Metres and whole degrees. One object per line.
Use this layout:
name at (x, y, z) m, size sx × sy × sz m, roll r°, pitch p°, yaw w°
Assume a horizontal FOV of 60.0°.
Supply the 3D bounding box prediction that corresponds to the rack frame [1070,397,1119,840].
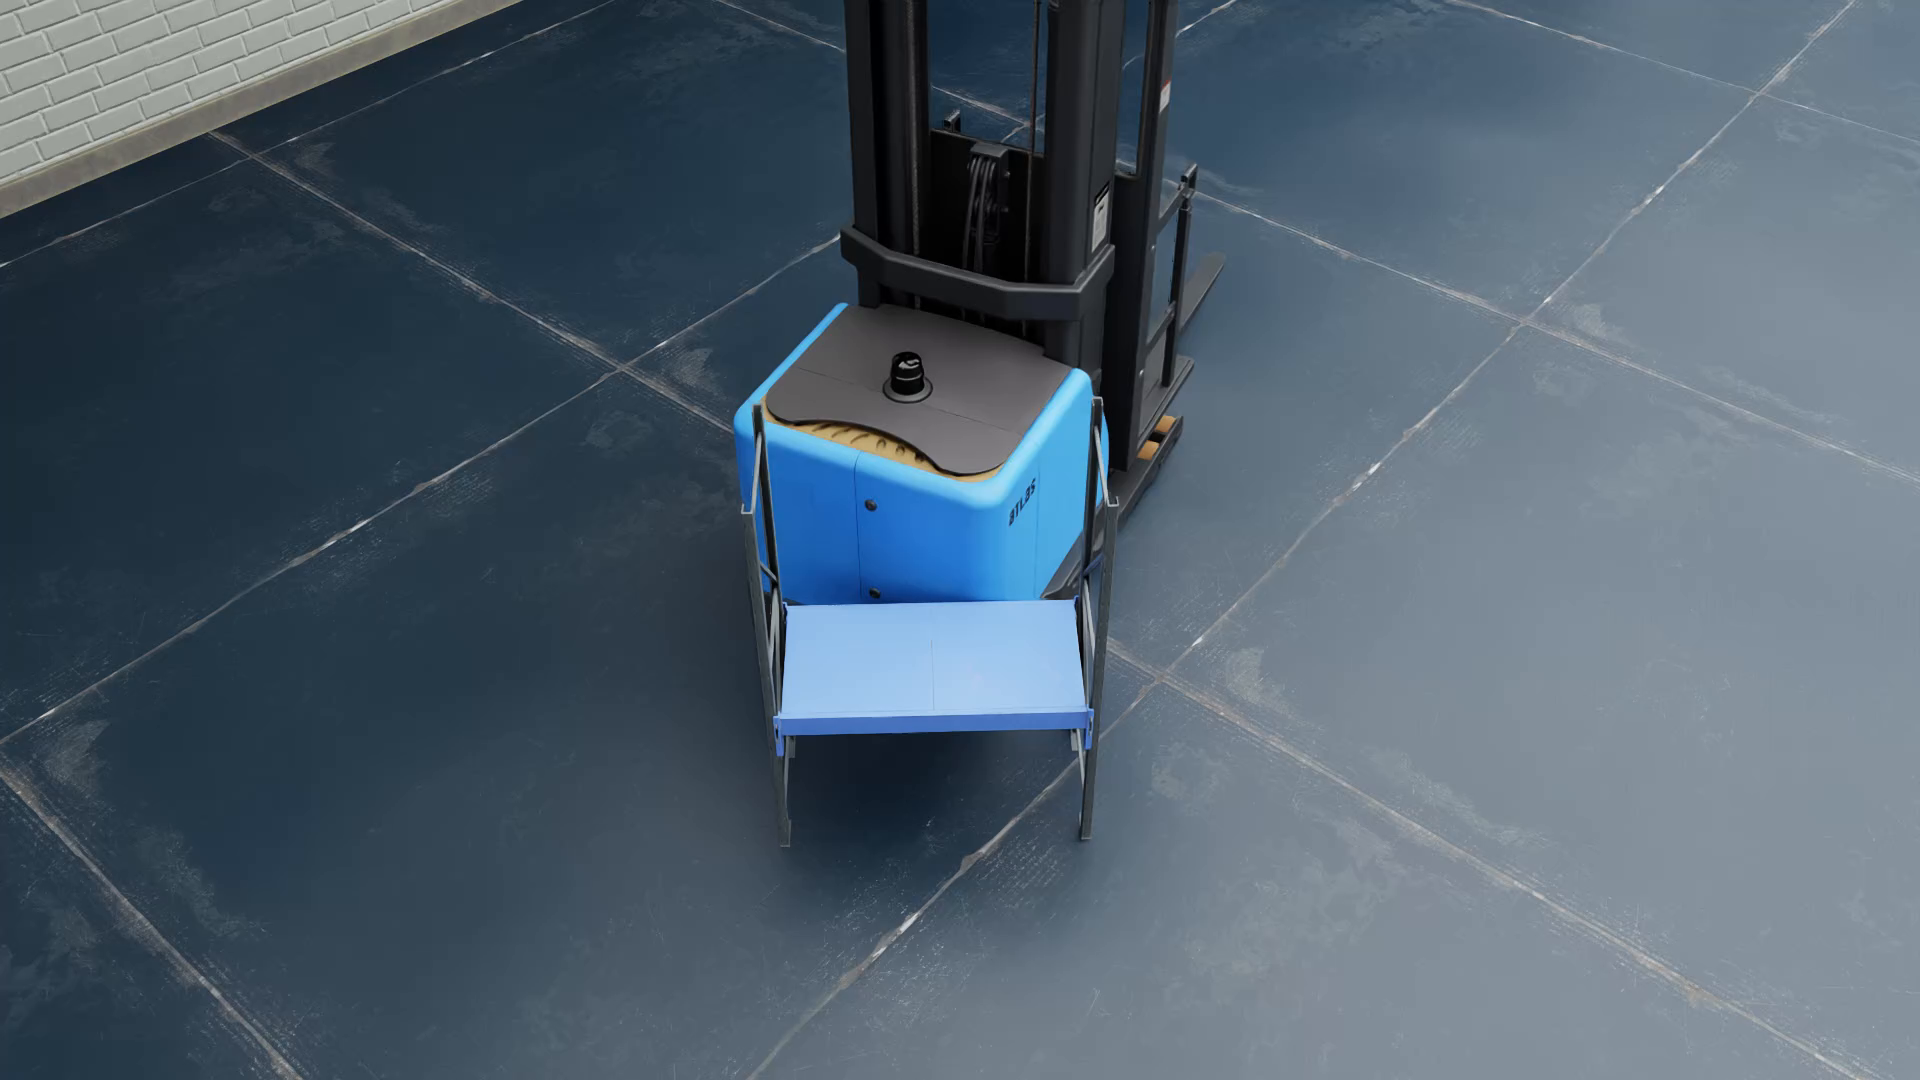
rack frame at (0.419, 0.293, 5.313) m, size 0.032 × 1.500 × 0.500 m, roll -1°, pitch 42°, yaw -1°

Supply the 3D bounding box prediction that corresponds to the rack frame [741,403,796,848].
rack frame at (-0.598, 0.314, 5.289) m, size 0.032 × 1.500 × 0.500 m, roll -1°, pitch 42°, yaw -1°

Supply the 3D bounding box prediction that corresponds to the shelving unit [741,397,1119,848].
shelving unit at (-0.089, 0.304, 5.301) m, size 1.048 × 1.500 × 0.538 m, roll -1°, pitch 42°, yaw -1°

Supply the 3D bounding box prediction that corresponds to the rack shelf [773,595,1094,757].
rack shelf at (-0.089, 0.437, 5.422) m, size 1.000 × 0.185 × 0.538 m, roll -1°, pitch 42°, yaw -1°

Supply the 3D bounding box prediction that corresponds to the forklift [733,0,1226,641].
forklift at (0.307, -1.459, 6.176) m, size 1.130 × 2.935 × 3.031 m, roll 18°, pitch 45°, yaw 19°
